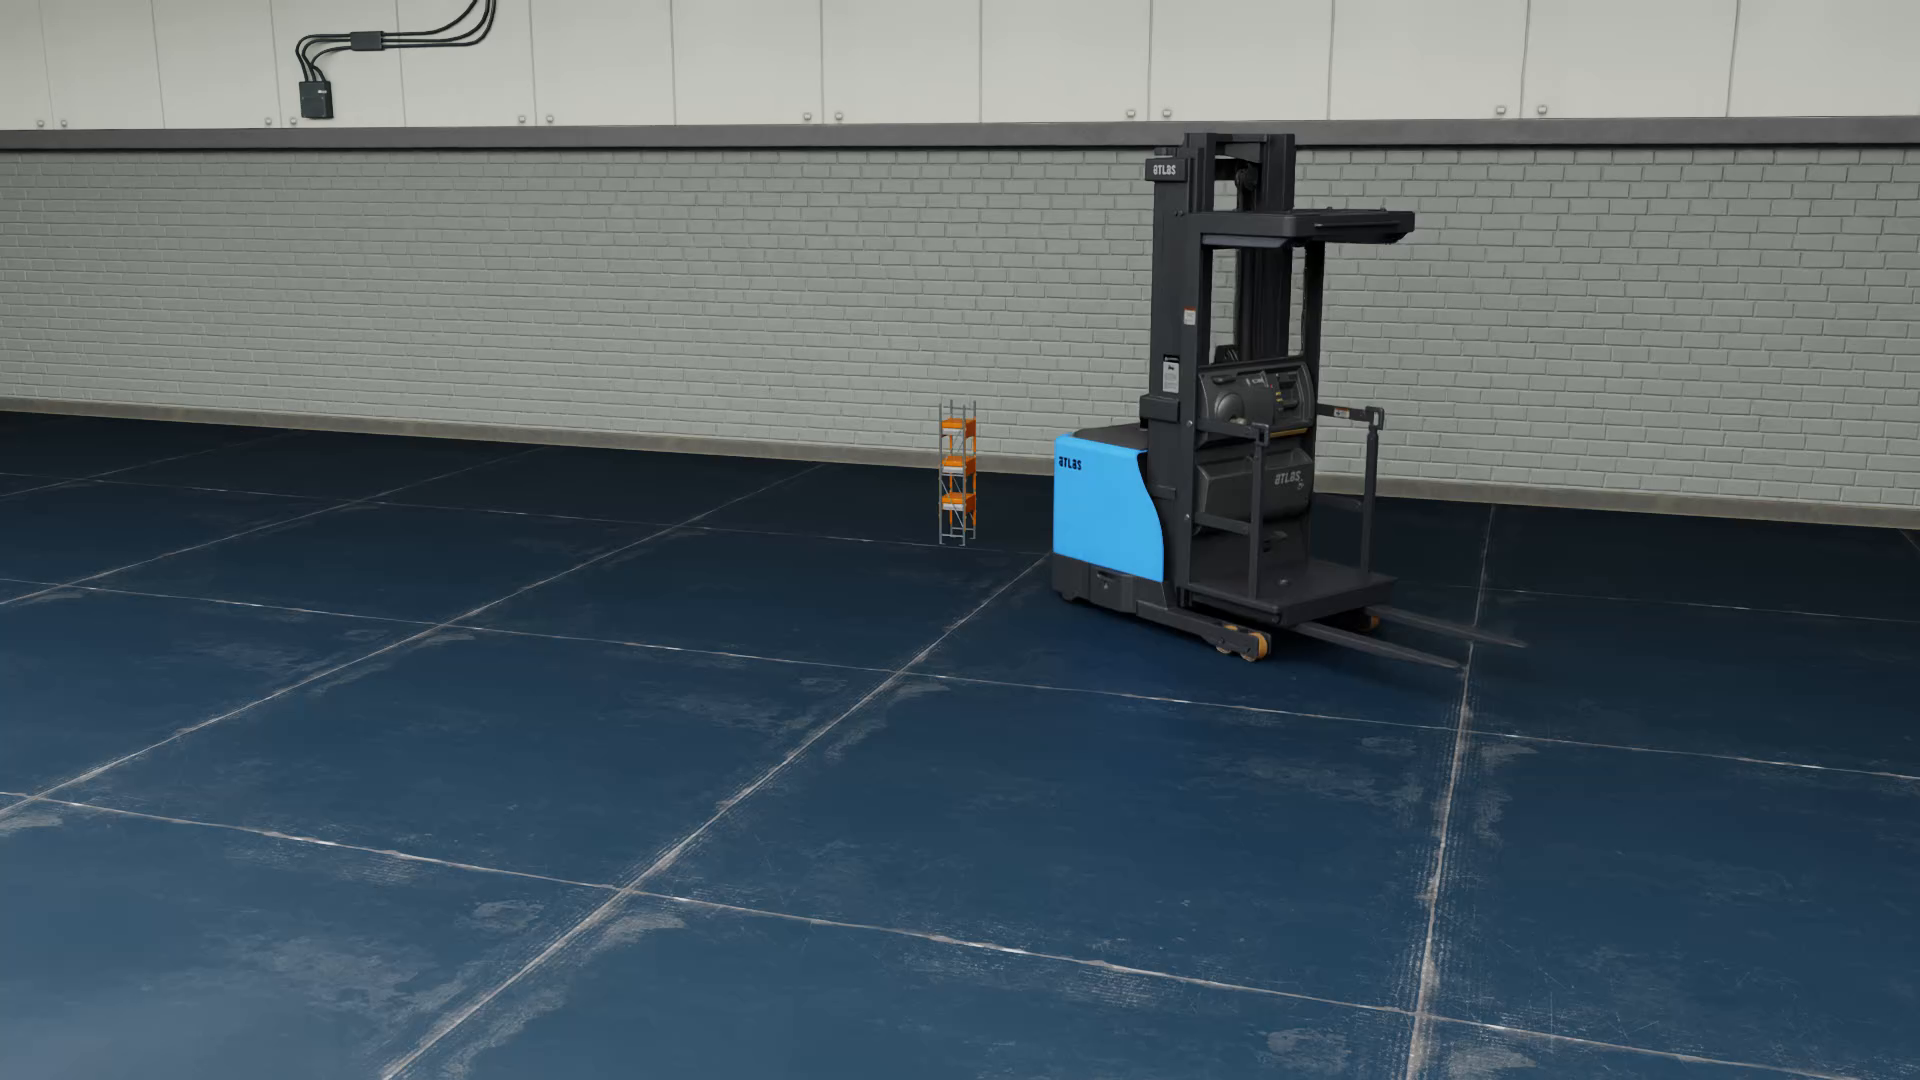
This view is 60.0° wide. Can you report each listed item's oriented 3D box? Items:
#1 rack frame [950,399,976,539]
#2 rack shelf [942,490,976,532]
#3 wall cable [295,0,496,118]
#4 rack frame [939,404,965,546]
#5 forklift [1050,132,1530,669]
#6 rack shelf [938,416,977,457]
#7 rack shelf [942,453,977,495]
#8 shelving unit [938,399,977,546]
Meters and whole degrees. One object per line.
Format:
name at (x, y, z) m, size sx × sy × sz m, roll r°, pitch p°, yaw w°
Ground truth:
rack frame at (0.022, -0.526, 12.434) m, size 0.200 × 1.050 × 0.008 m, roll 4°, pitch 14°, yaw 18°
rack shelf at (-0.017, -0.219, 12.386) m, size 0.215 × 0.259 × 0.240 m, roll 4°, pitch 14°, yaw 18°
wall cable at (-5.518, -7.098, 15.719) m, size 2.305 × 6.003 × 0.169 m, roll 4°, pitch 14°, yaw 18°
rack frame at (-0.057, -0.475, 12.209) m, size 0.200 × 1.050 × 0.008 m, roll 4°, pitch 14°, yaw 18°
forklift at (1.890, -0.862, 9.678) m, size 1.130 × 2.935 × 3.031 m, roll -10°, pitch 16°, yaw -37°
rack shelf at (-0.017, -0.767, 12.261) m, size 0.215 × 0.259 × 0.240 m, roll 4°, pitch 14°, yaw 18°
rack shelf at (-0.017, -0.490, 12.324) m, size 0.215 × 0.259 × 0.240 m, roll 4°, pitch 14°, yaw 18°
shelving unit at (-0.017, -0.501, 12.322) m, size 0.215 × 1.050 × 0.252 m, roll 4°, pitch 14°, yaw 18°
